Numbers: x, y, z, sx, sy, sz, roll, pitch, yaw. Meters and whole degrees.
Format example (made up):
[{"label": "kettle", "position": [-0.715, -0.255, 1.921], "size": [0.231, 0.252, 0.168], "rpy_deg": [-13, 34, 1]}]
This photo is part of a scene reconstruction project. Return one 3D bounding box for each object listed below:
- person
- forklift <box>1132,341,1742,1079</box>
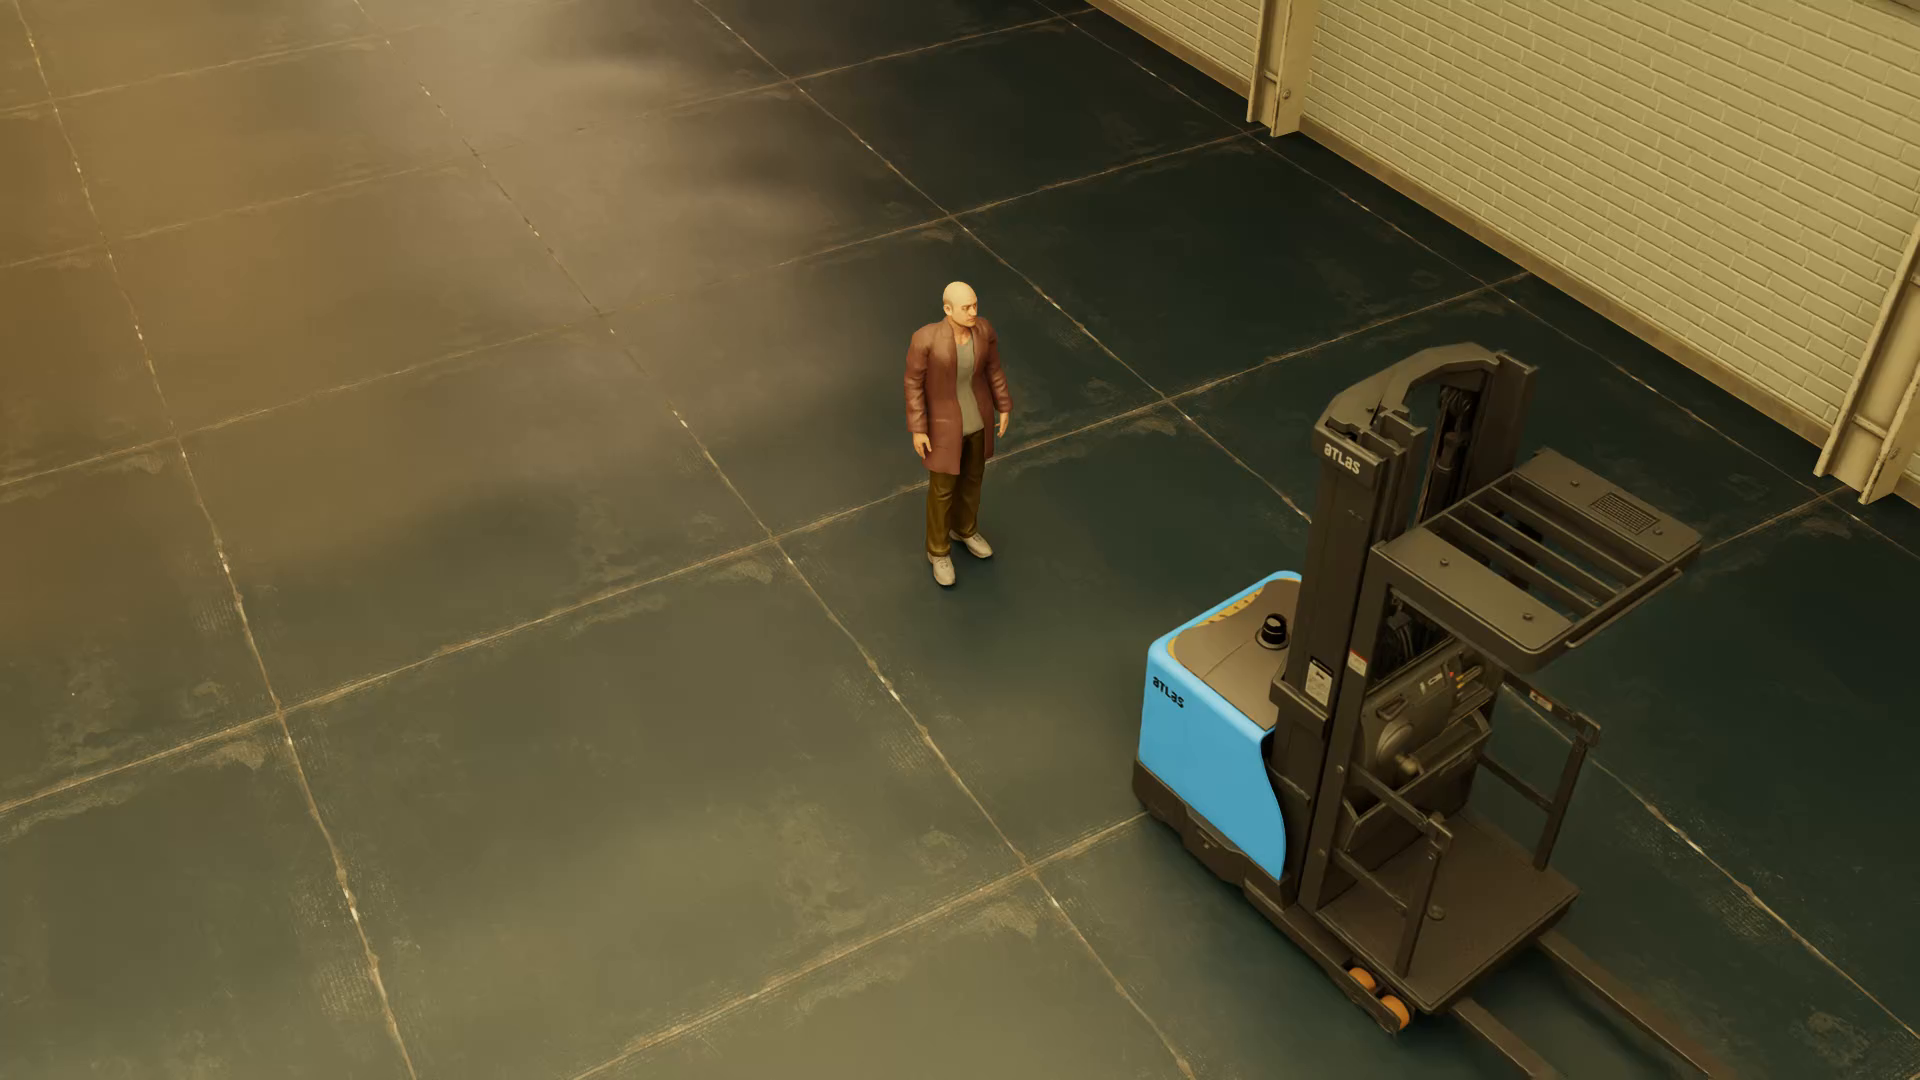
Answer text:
[{"label": "person", "position": [0.043, -0.638, 9.697], "size": [0.698, 1.778, 0.579], "rpy_deg": [-20, 44, -23]}, {"label": "forklift", "position": [2.194, 0.762, 7.118], "size": [1.130, 2.935, 3.031], "rpy_deg": [-26, 46, -28]}]
